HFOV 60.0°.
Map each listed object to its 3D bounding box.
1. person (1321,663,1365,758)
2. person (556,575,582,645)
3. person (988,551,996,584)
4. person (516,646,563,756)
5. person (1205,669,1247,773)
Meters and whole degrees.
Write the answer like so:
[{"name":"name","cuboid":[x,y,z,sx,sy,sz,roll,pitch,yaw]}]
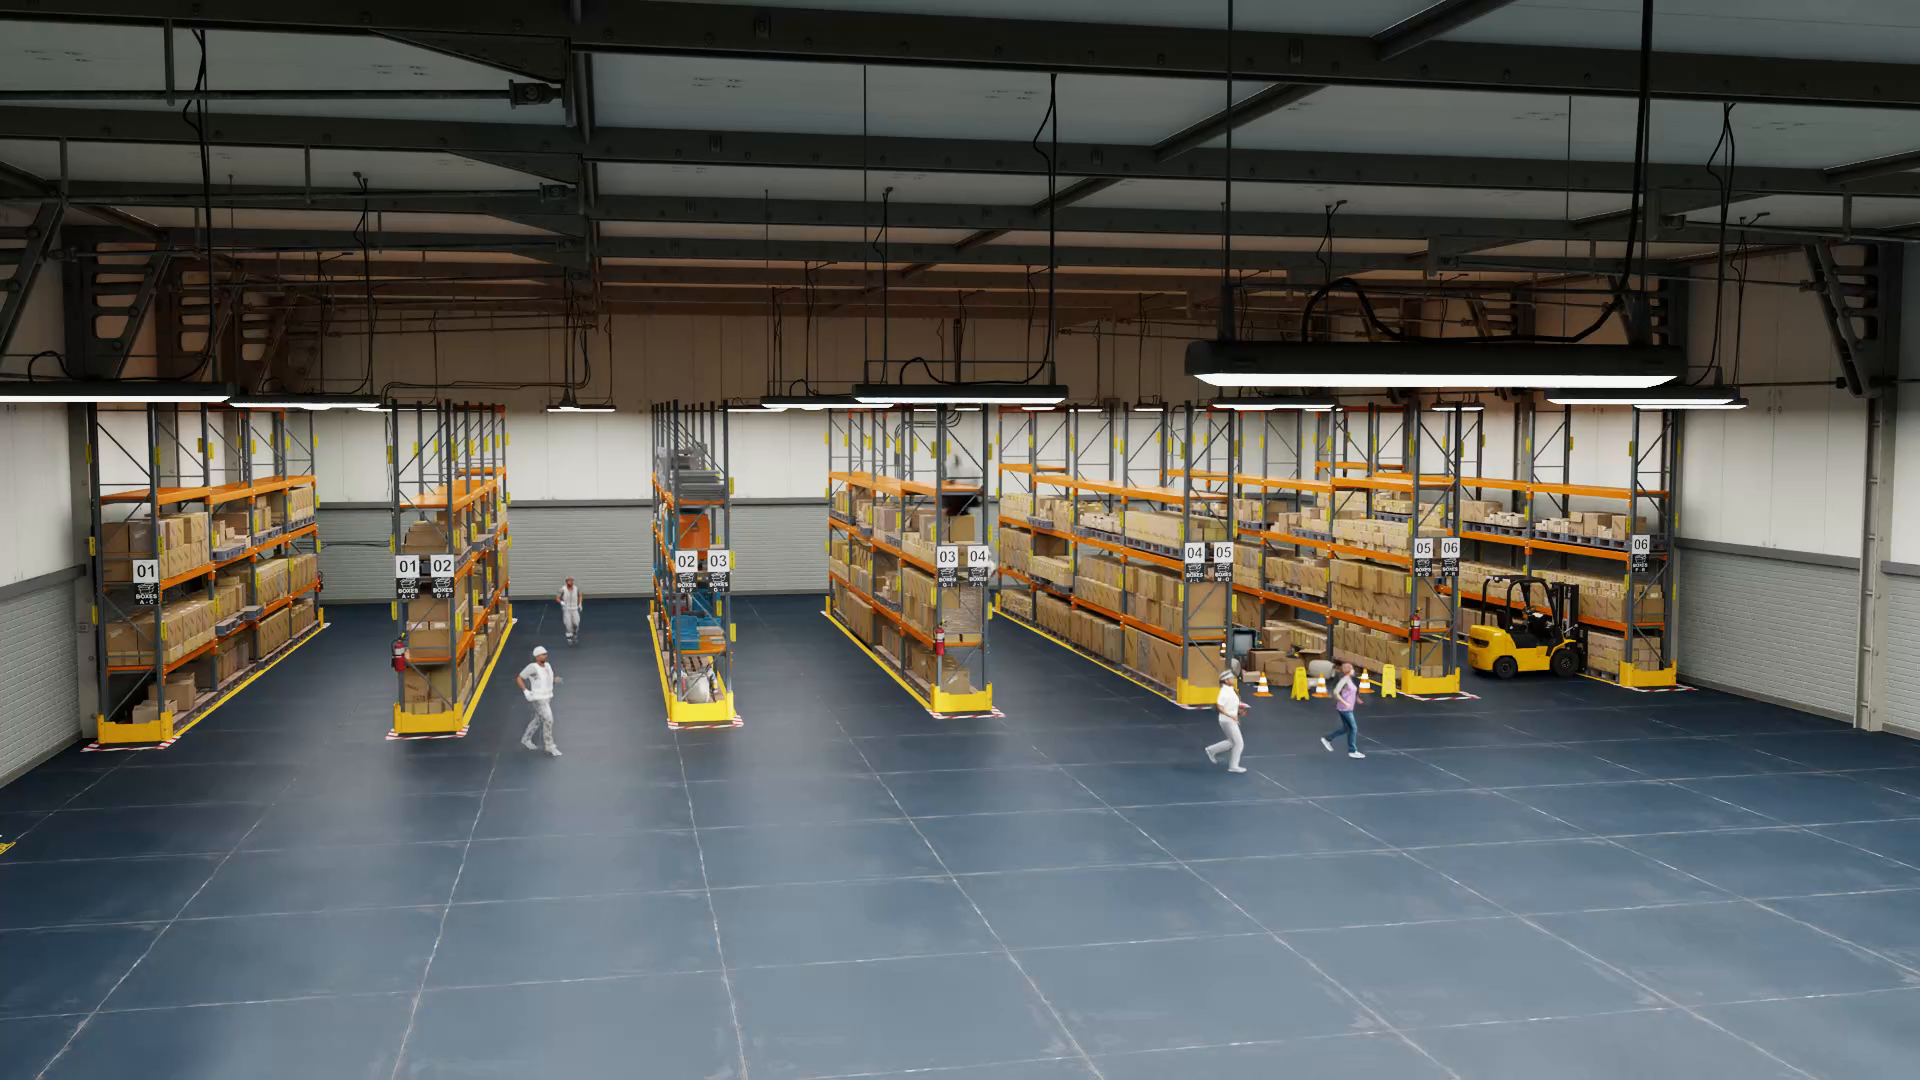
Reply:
[{"name":"person","cuboid":[6.401,2.846,27.776,0.750,1.564,0.558,2,5,22]},{"name":"person","cuboid":[-9.632,1.745,41.084,0.659,1.747,0.603,-2,5,-20]},{"name":"person","cuboid":[0.756,1.152,49.474,0.561,1.693,0.736,-4,6,-40]},{"name":"person","cuboid":[-7.072,2.704,28.037,0.842,1.831,0.674,1,4,13]},{"name":"person","cuboid":[4.259,2.886,26.640,0.678,1.654,0.579,1,4,16]}]
